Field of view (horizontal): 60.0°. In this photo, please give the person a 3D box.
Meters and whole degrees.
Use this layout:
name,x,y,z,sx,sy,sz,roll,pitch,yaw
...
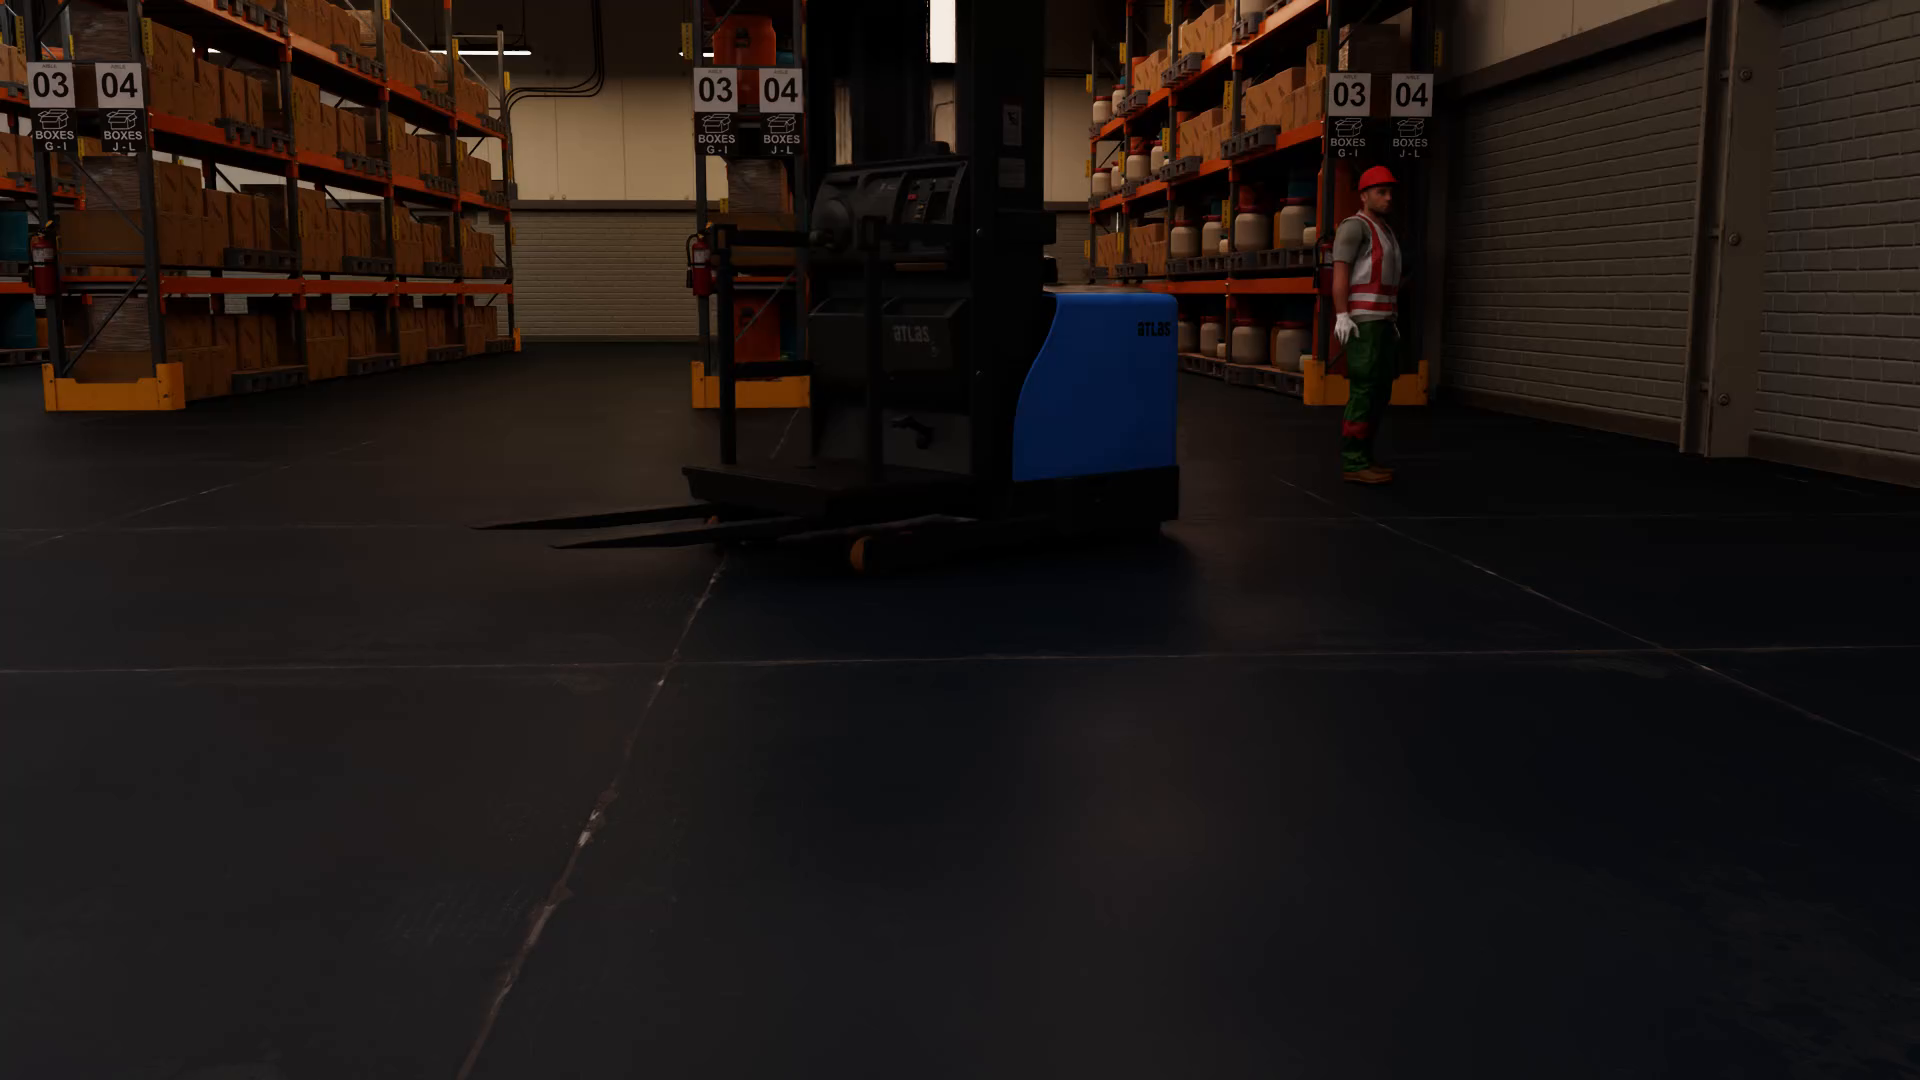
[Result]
name,x,y,z,sx,sy,sz,roll,pitch,yaw
person,2.369,-1.228,9.504,0.403,1.791,0.671,6,10,35

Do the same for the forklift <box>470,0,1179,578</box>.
name,x,y,z,sx,sy,sz,roll,pitch,yaw
forklift,-0.455,-1.390,6.692,3.031,2.935,1.130,-7,11,-41
